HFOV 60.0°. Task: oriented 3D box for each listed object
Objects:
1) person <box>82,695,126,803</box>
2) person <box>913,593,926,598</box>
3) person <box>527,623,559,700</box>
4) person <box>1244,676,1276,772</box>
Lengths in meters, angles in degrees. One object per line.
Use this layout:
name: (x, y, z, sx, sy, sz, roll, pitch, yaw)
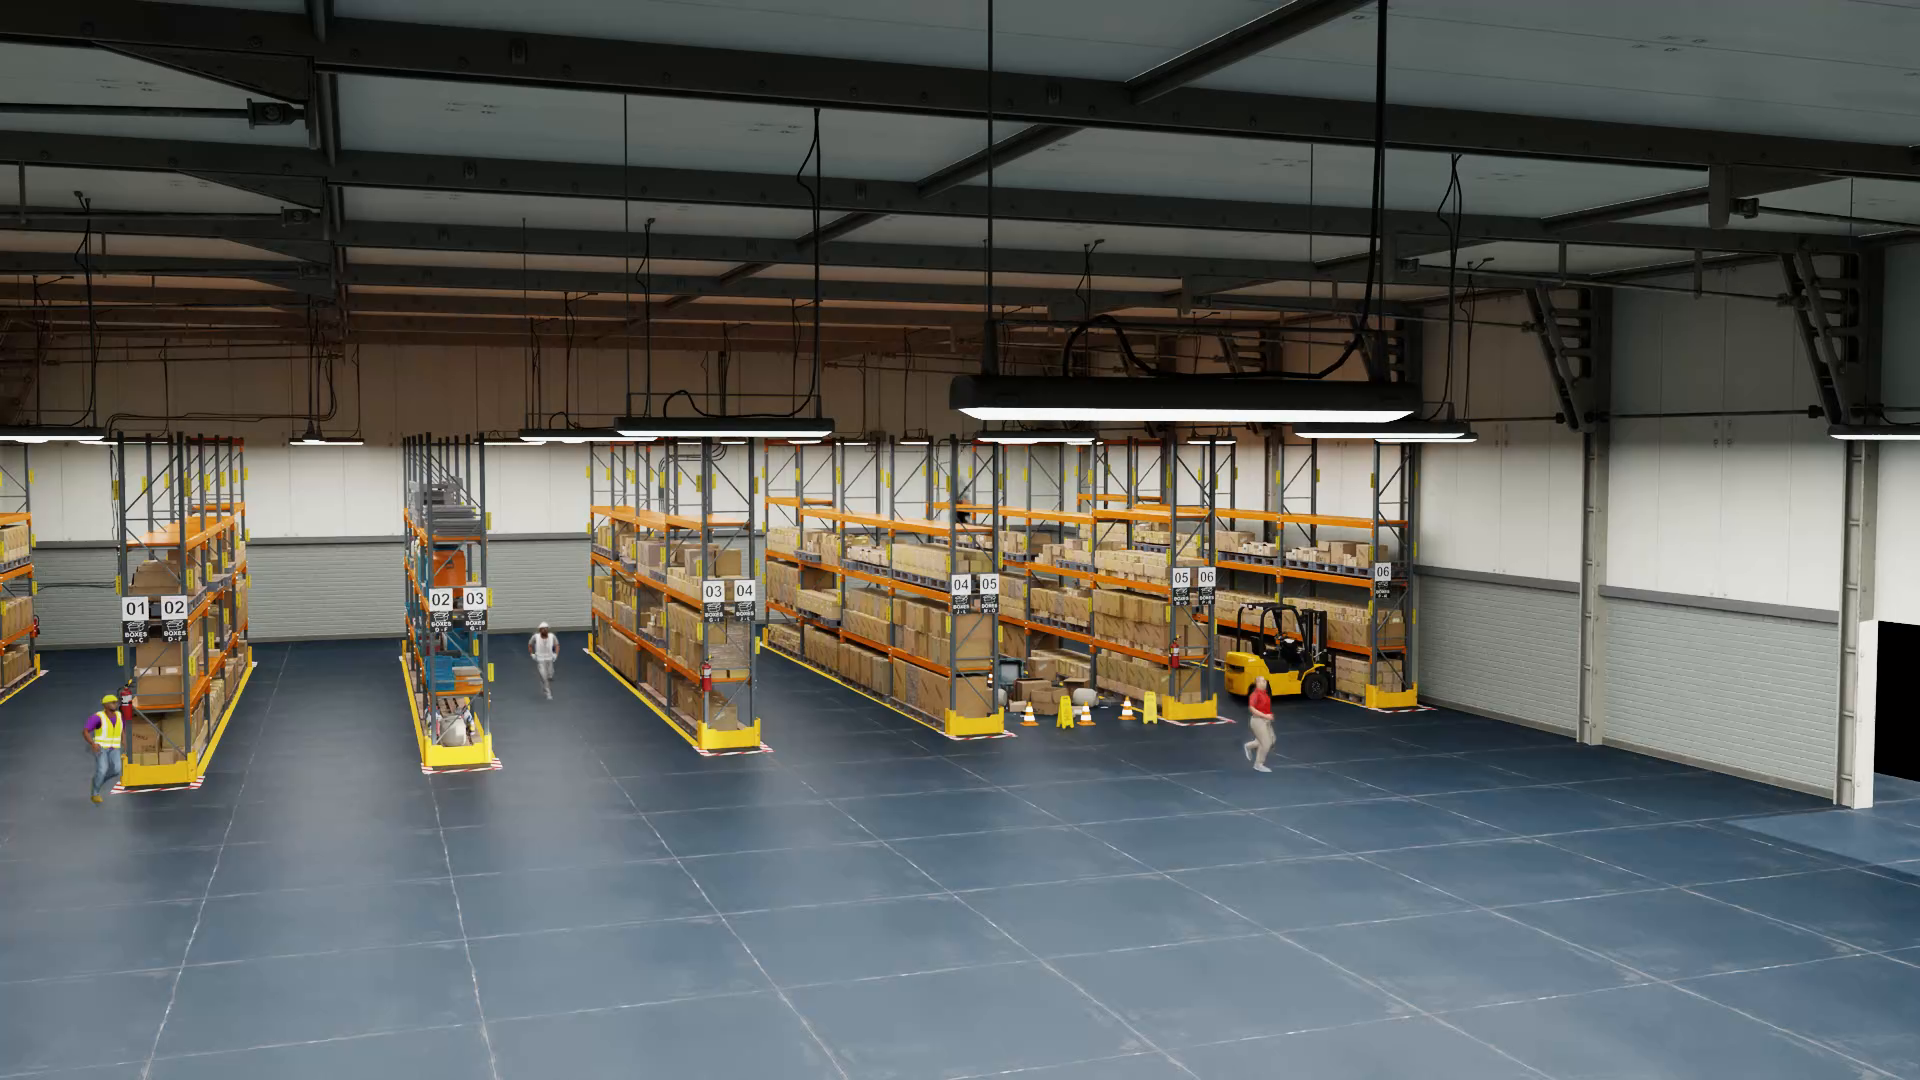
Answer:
person: (-13.889, 3.374, 27.081, 0.542, 1.703, 0.754, 2, 4, 31)
person: (-1.135, 2.078, 51.345, 0.654, 1.712, 0.608, 0, 3, -9)
person: (-9.514, 2.752, 38.021, 0.706, 1.753, 0.780, -1, 3, -24)
person: (5.319, 3.253, 29.540, 0.627, 1.693, 0.697, 2, 4, 27)
